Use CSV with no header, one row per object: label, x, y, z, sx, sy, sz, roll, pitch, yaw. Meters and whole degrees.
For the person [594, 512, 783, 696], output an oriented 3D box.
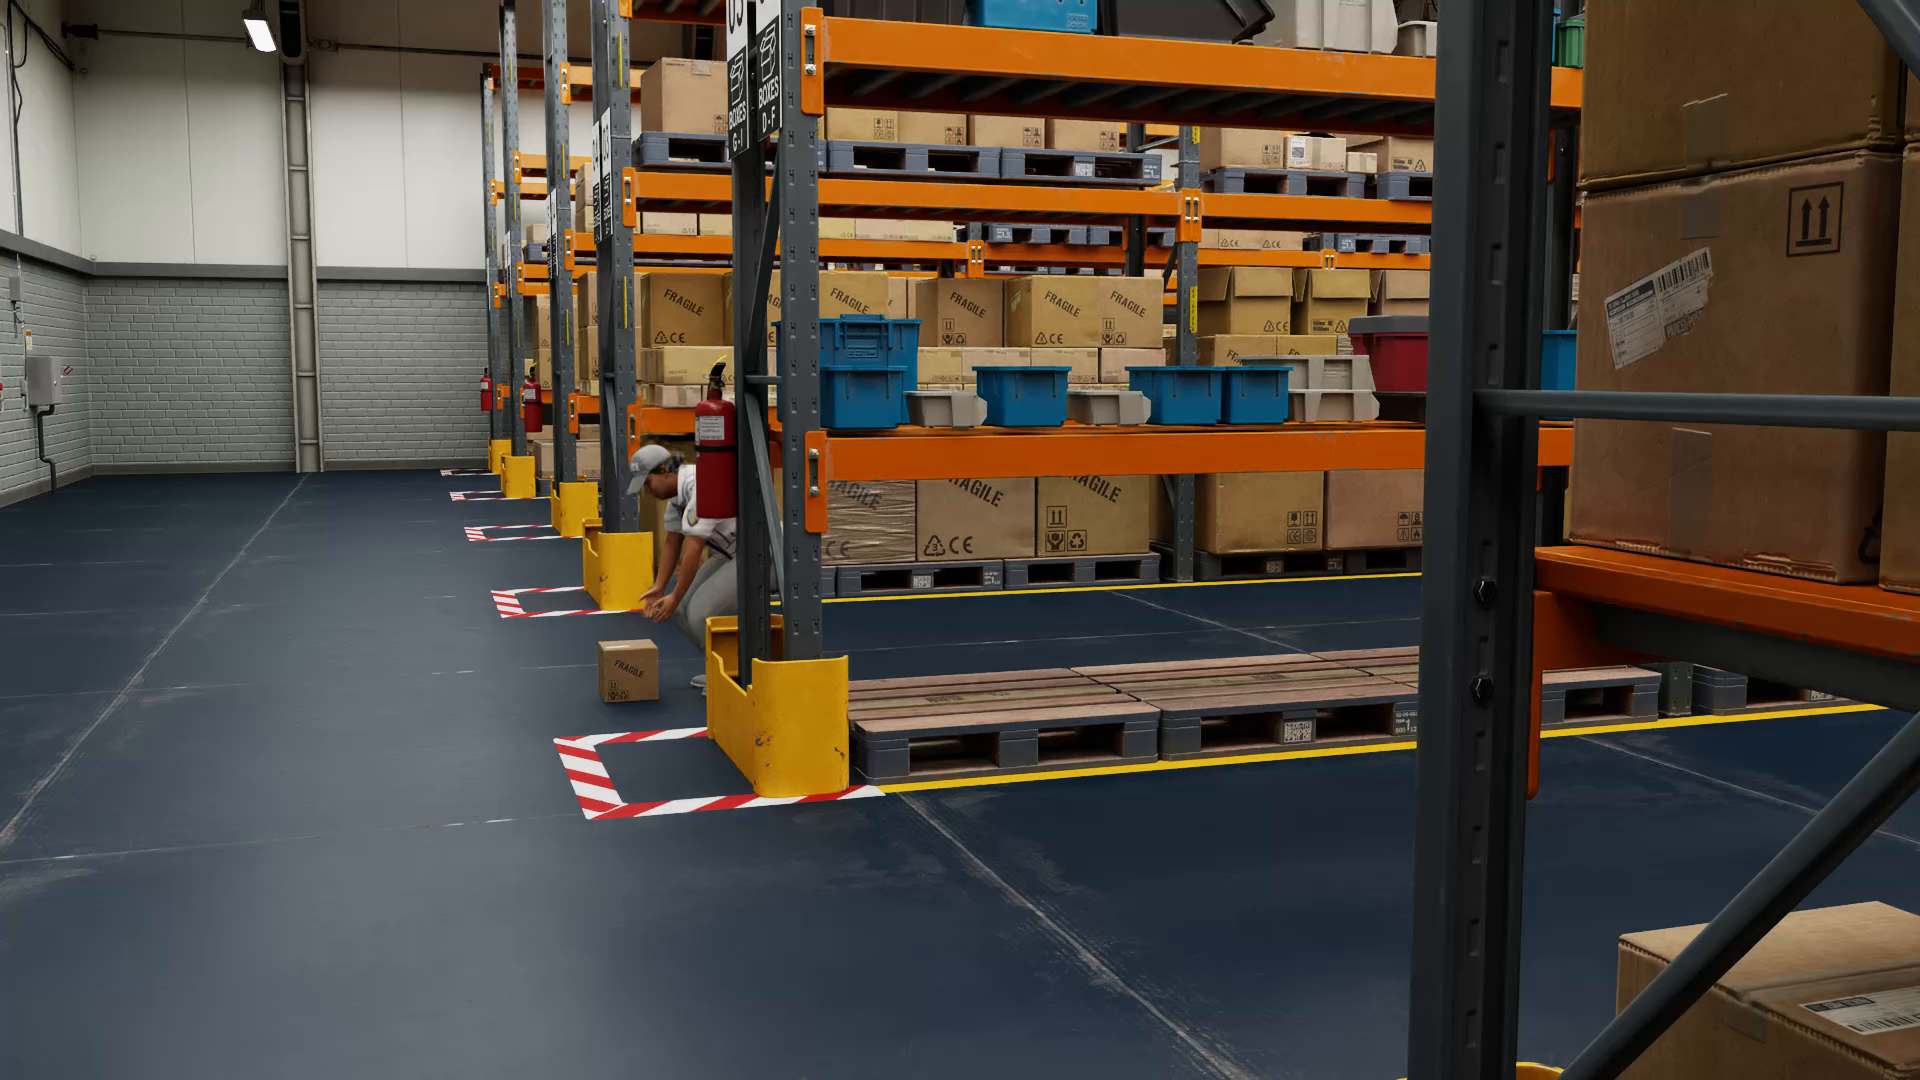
person,-1.282,0.284,7.986,0.936,0.914,0.502,-2,6,-22
